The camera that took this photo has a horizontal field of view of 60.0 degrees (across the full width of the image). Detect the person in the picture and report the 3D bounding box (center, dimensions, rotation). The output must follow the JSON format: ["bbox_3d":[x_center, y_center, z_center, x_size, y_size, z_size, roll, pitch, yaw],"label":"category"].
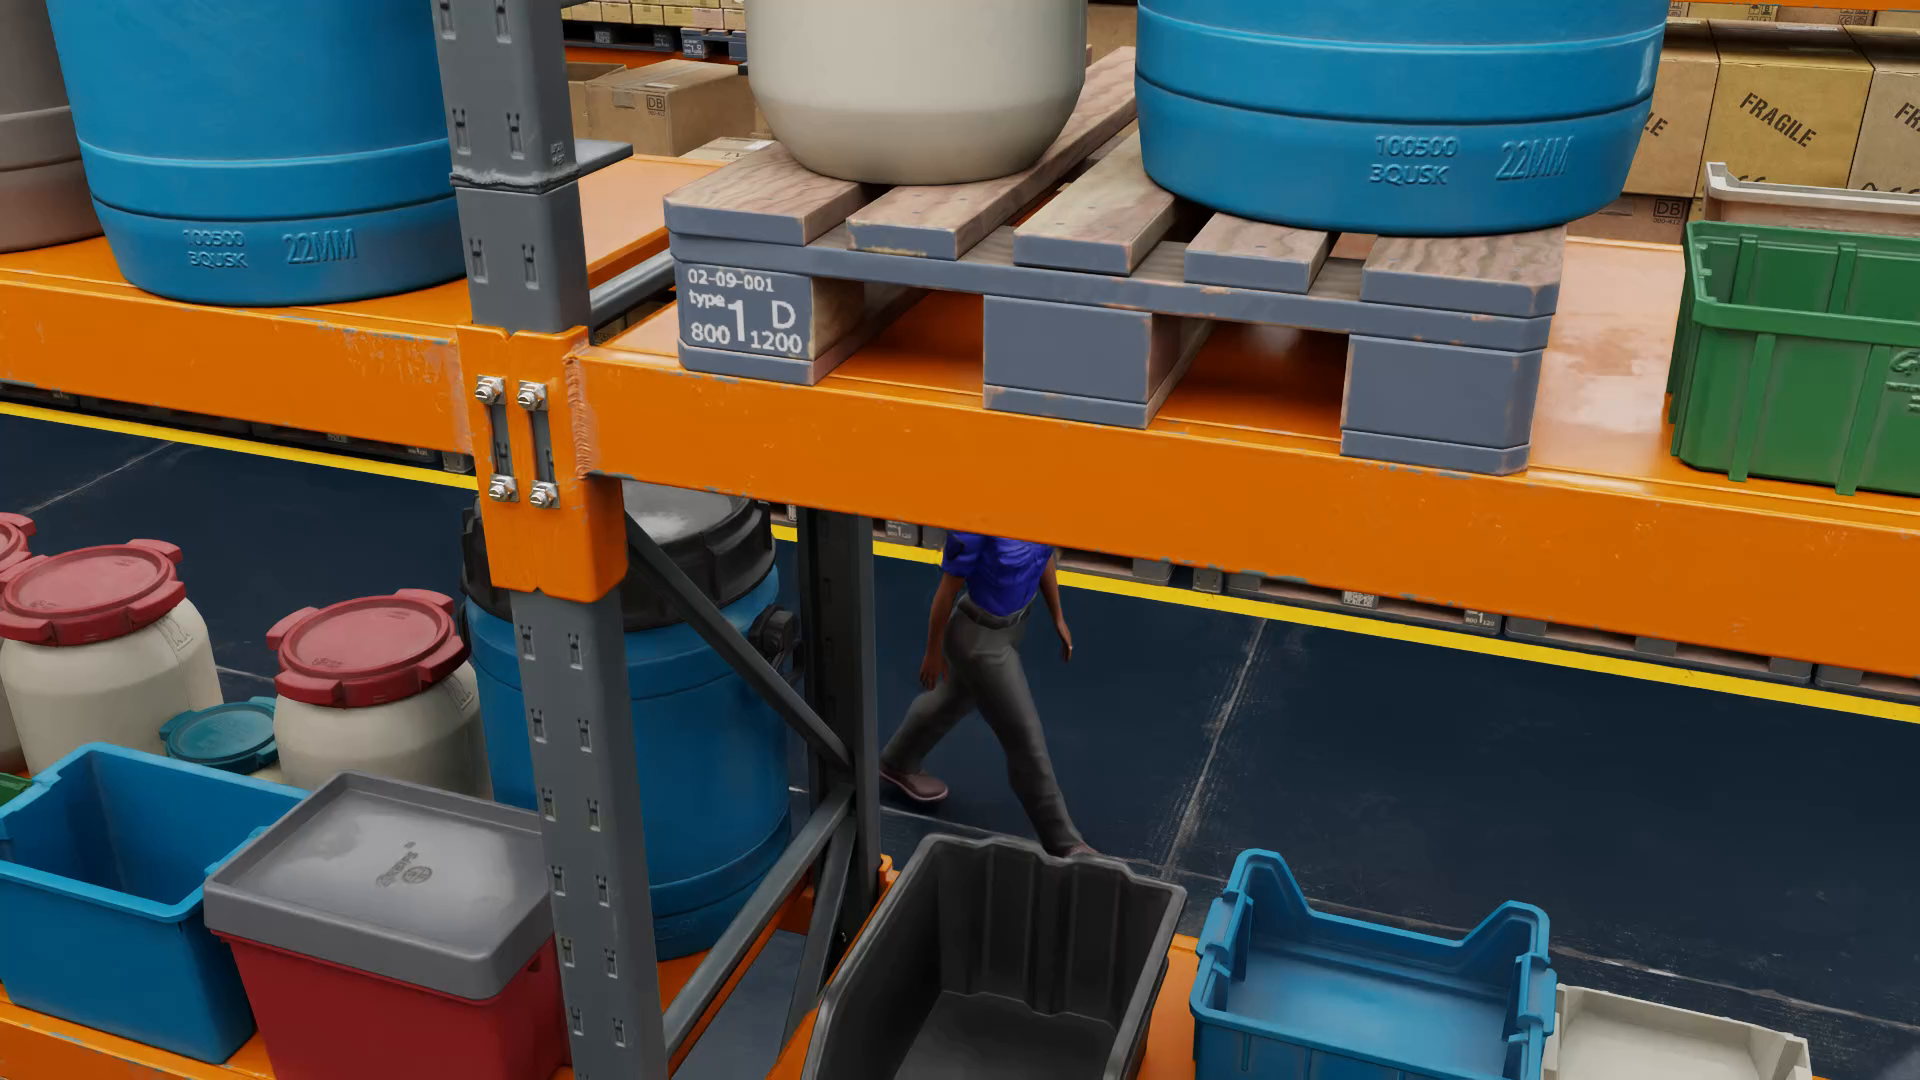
[{"bbox_3d":[0.139,0.294,5.520,1.030,1.587,0.476,14,29,26],"label":"person"}]
